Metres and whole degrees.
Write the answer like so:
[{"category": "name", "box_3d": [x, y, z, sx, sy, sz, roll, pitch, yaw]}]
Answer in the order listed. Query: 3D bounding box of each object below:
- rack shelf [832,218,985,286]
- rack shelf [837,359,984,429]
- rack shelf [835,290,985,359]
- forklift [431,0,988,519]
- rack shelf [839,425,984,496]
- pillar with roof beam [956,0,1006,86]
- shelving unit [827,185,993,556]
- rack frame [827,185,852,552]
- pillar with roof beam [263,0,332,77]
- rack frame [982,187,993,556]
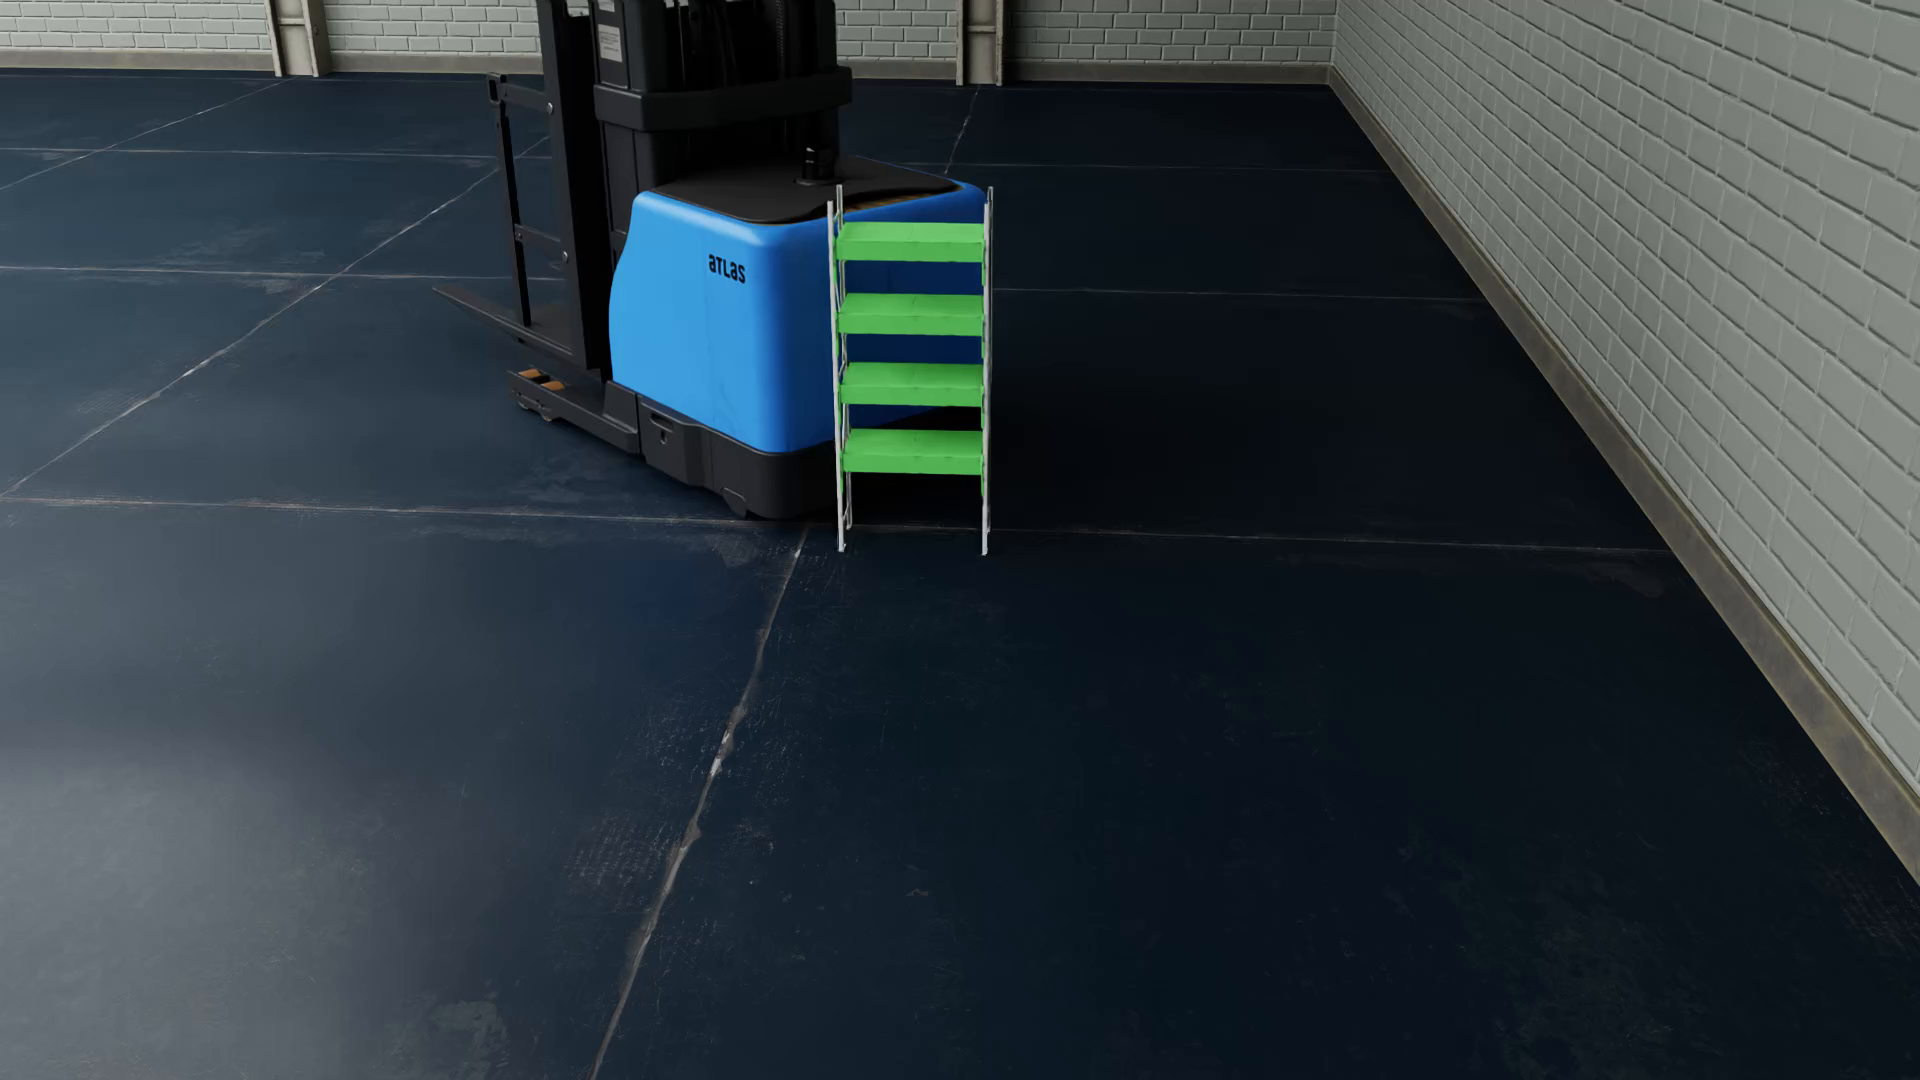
[{"category": "rack shelf", "box_3d": [-0.153, -0.925, 5.329, 0.480, 0.148, 0.258, 2, 25, 3]}, {"category": "rack shelf", "box_3d": [-0.152, -0.489, 5.529, 0.480, 0.148, 0.258, 2, 25, 3]}, {"category": "rack shelf", "box_3d": [-0.153, -0.707, 5.429, 0.480, 0.148, 0.258, 2, 25, 3]}, {"category": "forklift", "box_3d": [-1.234, -1.938, 6.456, 1.130, 2.935, 3.031, -20, 32, -37]}, {"category": "rack shelf", "box_3d": [-0.152, -0.271, 5.629, 0.480, 0.148, 0.258, 2, 25, 3]}, {"category": "pillar with roof beam", "box_3d": [-0.151, -6.234, 8.533, 0.400, 9.000, 9.100, 2, 25, 4]}, {"category": "shelving unit", "box_3d": [-0.152, -0.547, 5.502, 0.503, 1.200, 0.258, 2, 25, 3]}, {"category": "rack frame", "box_3d": [-0.396, -0.553, 5.517, 0.015, 1.200, 0.240, 2, 25, 3]}, {"category": "pillar with roof beam", "box_3d": [-6.133, -6.426, 8.950, 0.400, 9.000, 9.100, 2, 25, 4]}, {"category": "rack frame", "box_3d": [0.091, -0.540, 5.488, 0.015, 1.200, 0.240, 2, 25, 3]}]
